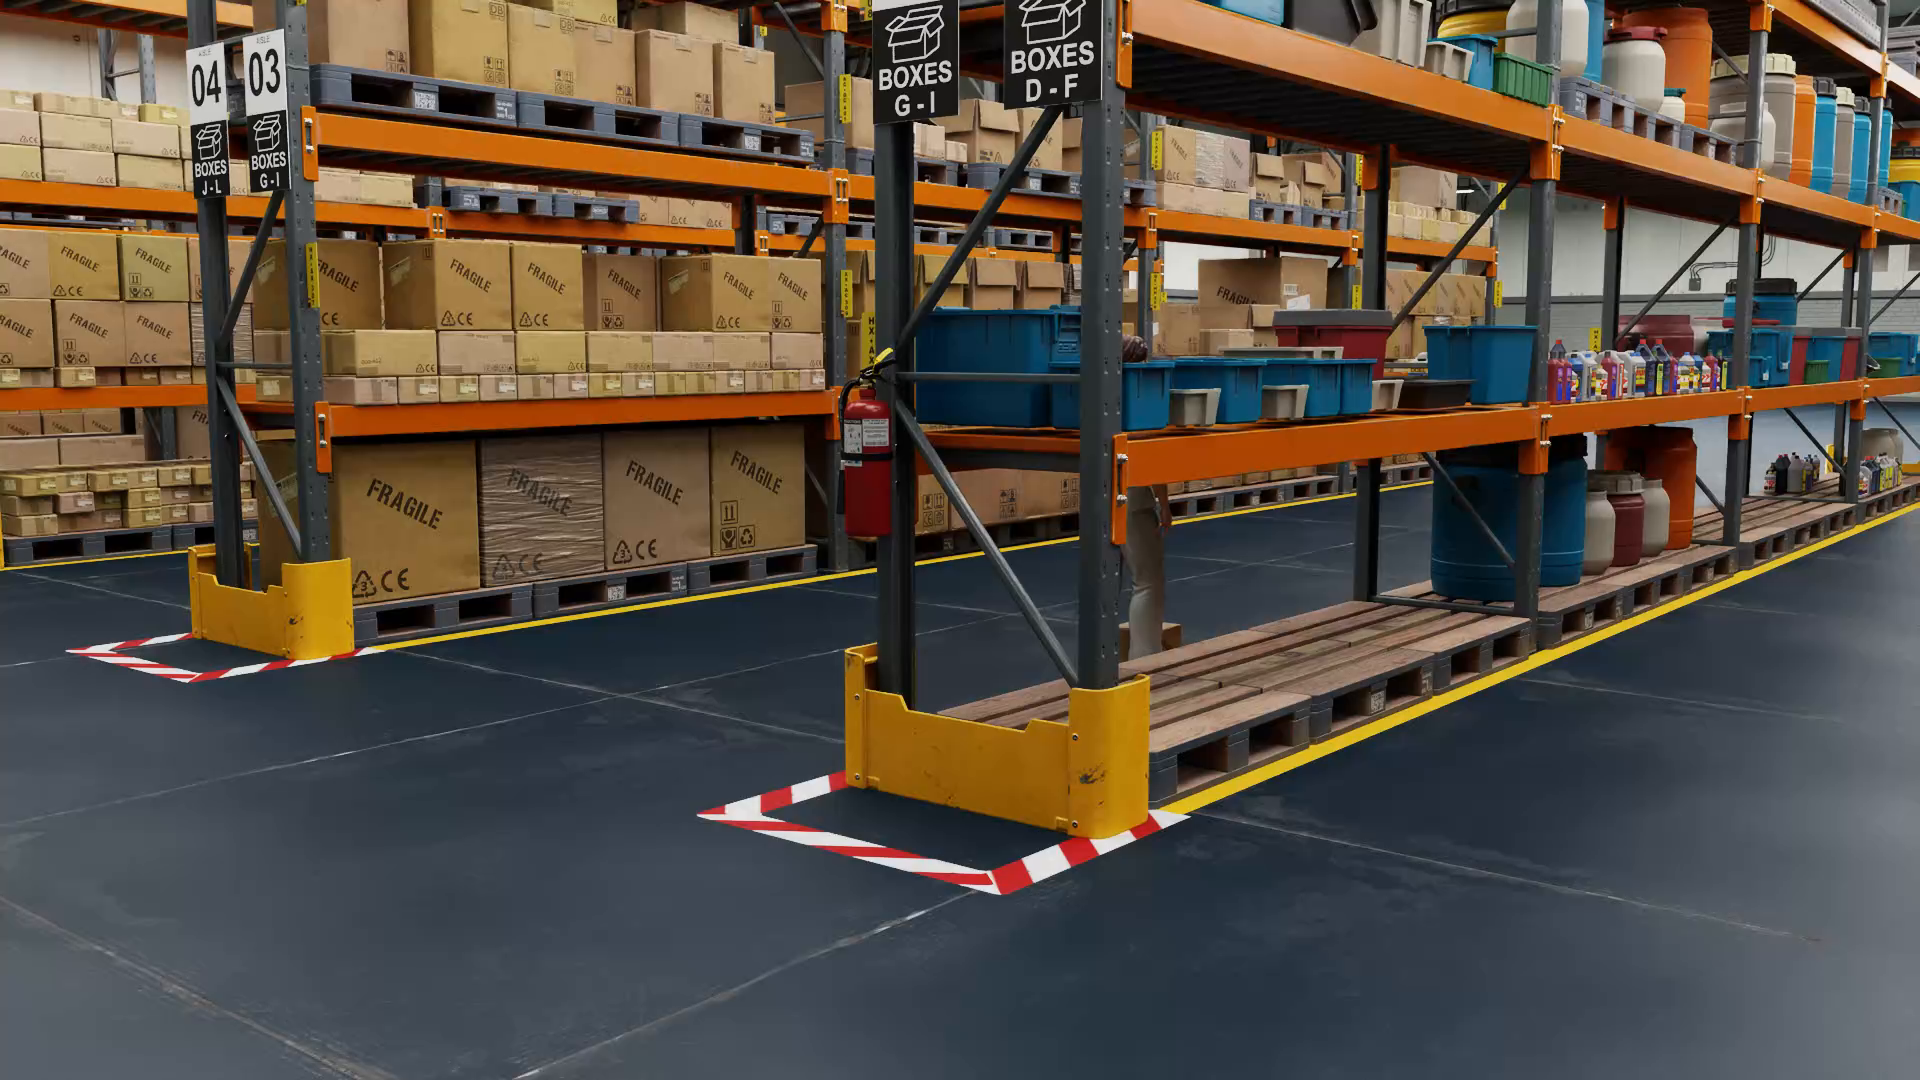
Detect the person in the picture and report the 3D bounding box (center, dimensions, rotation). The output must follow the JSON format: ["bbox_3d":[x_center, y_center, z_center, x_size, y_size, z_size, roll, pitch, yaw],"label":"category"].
[{"bbox_3d":[0.780,-0.134,7.871,0.488,1.672,0.361,5,8,36],"label":"person"}]
